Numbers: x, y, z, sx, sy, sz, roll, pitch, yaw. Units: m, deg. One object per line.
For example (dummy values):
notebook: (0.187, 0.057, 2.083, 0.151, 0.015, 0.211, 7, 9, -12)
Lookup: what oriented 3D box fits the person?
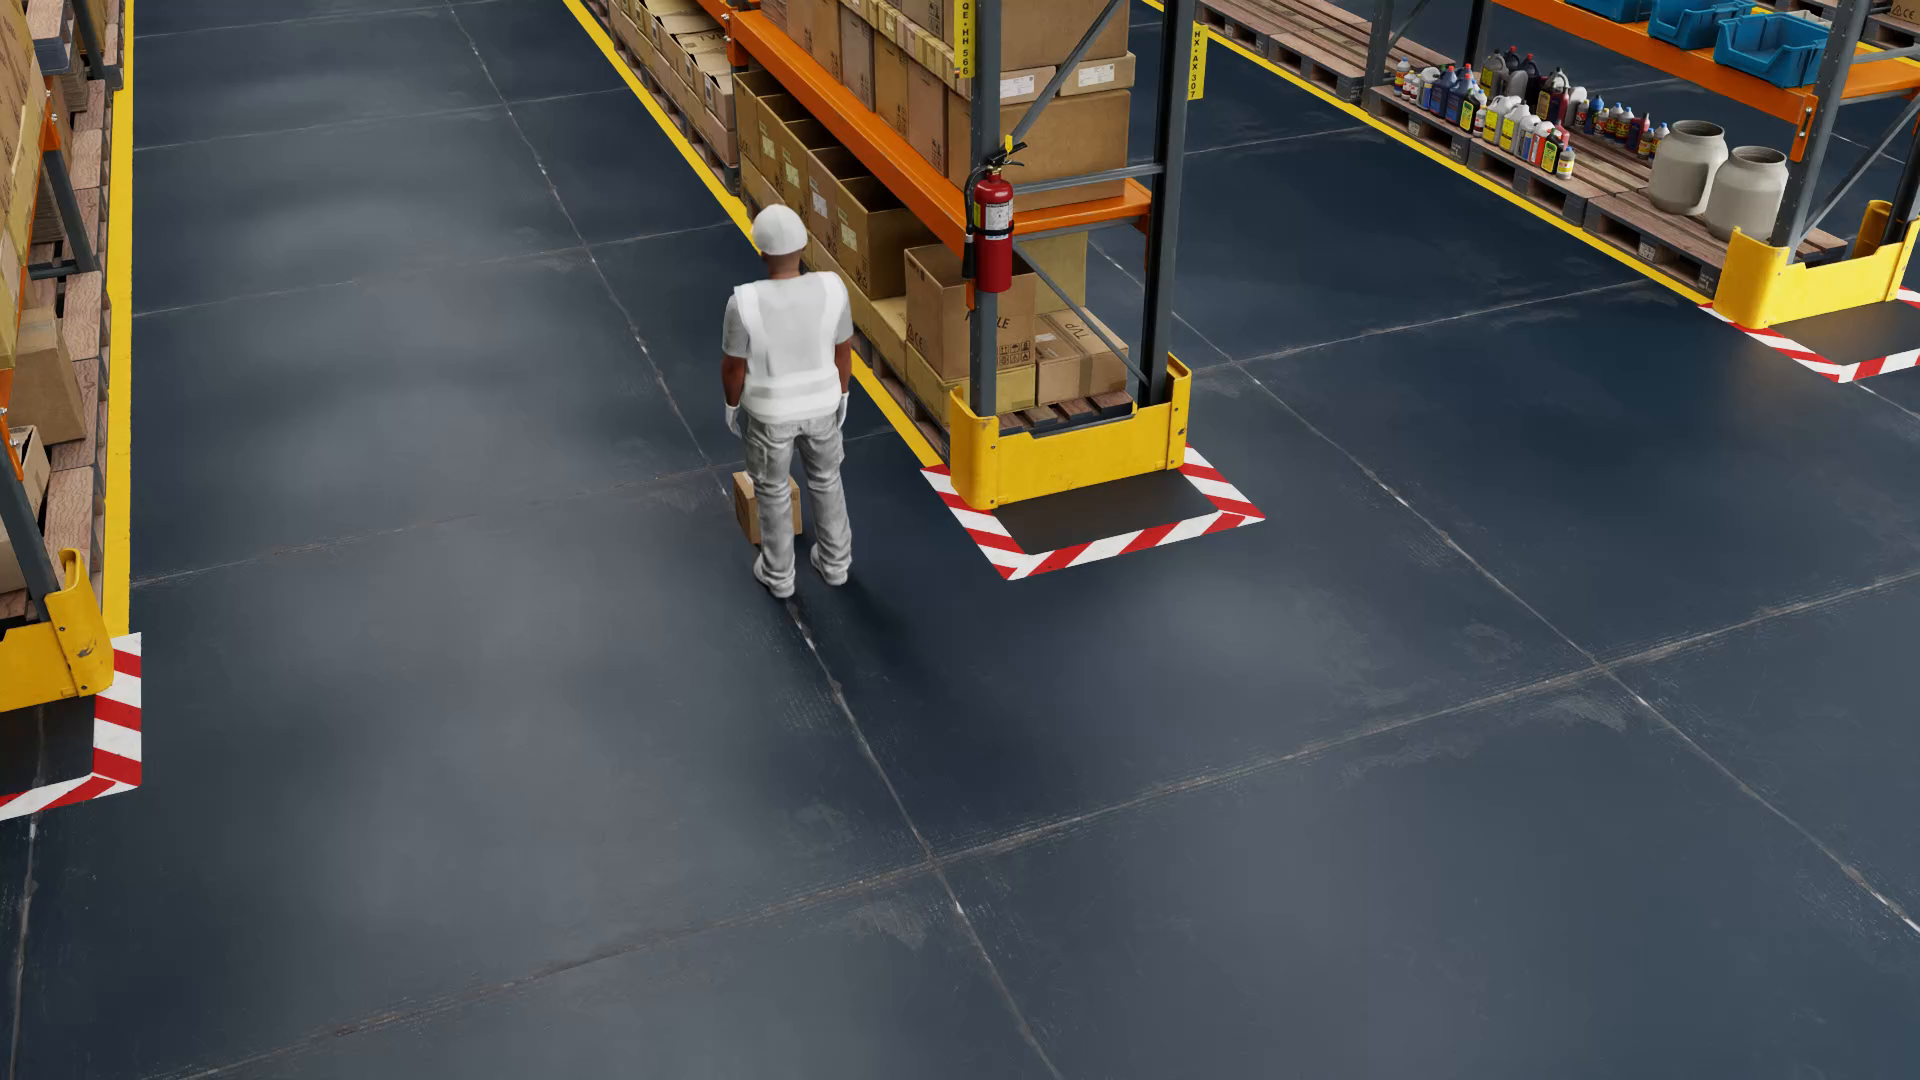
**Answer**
person: (-0.722, -0.570, 6.990, 0.549, 1.785, 0.381, -12, 35, -18)
